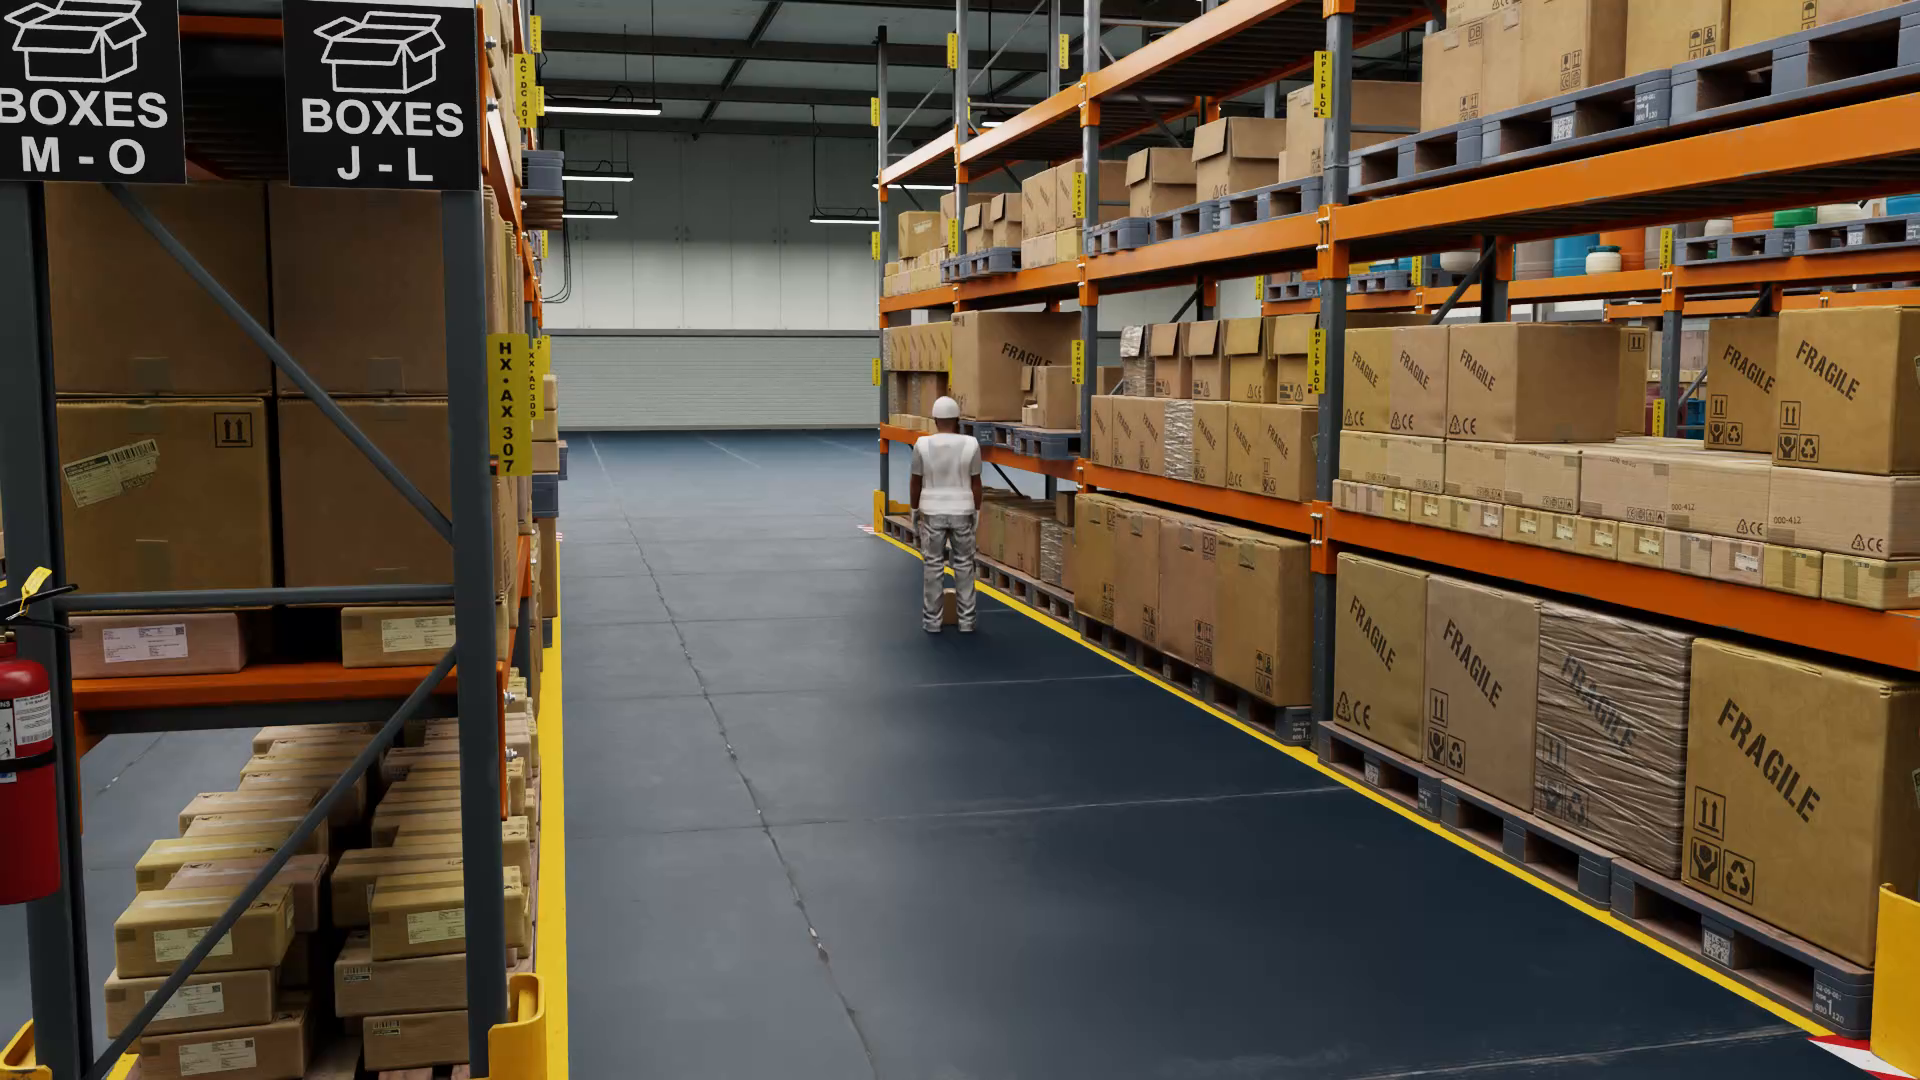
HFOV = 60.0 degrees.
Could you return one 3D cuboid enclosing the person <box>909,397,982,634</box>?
[{"bbox_3d":[-0.108,-0.190,12.590,0.550,1.783,0.369,0,6,-3],"label":"person"}]
